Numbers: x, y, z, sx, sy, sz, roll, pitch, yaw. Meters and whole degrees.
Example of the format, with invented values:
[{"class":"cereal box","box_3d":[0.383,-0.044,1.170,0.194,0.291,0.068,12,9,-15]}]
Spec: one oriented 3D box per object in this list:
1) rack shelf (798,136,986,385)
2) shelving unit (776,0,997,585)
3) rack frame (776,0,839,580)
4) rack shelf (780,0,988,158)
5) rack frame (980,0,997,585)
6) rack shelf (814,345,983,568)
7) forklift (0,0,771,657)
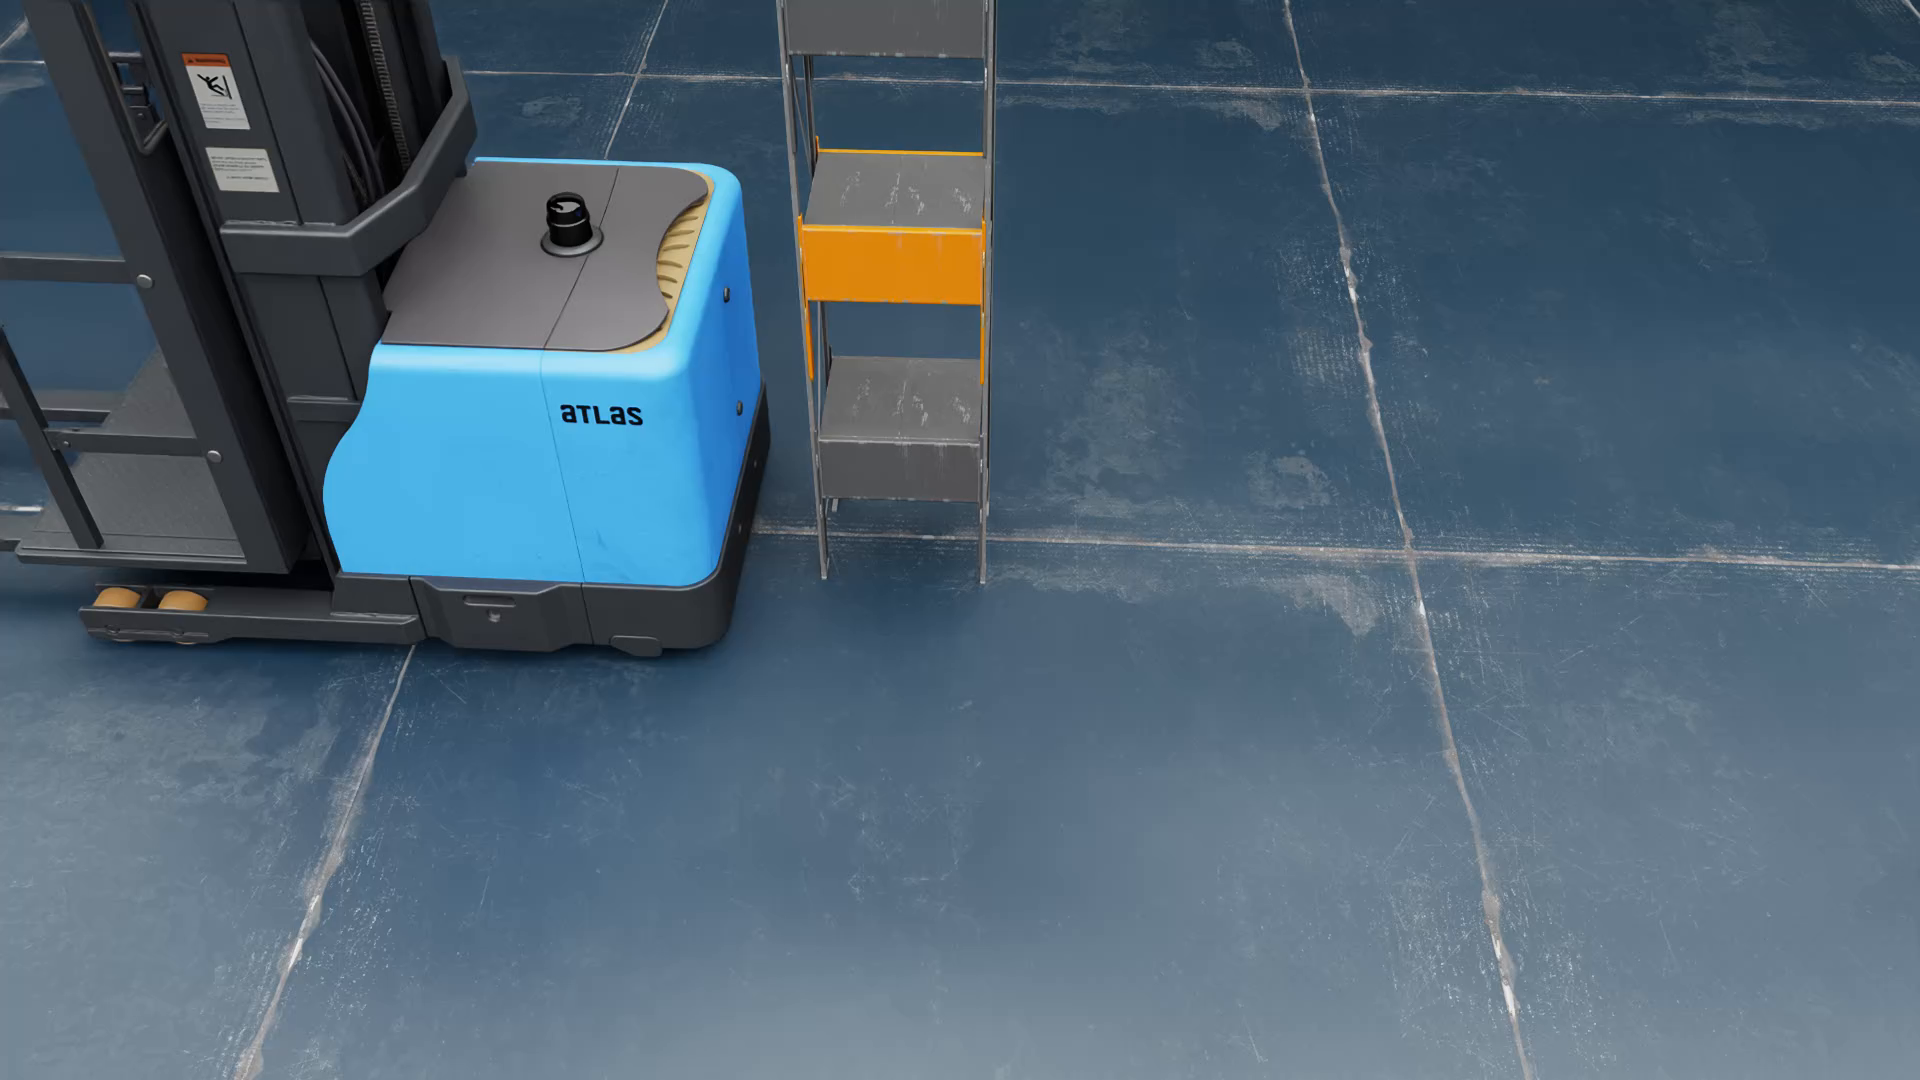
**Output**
[{"class":"rack shelf","box_3d":[-0.165,-0.763,4.549,0.480,0.518,0.431,2,43,2]},{"class":"shelving unit","box_3d":[-0.165,-0.773,4.540,0.503,2.100,0.431,2,43,2]},{"class":"rack frame","box_3d":[-0.409,-0.781,4.548,0.015,2.100,0.400,2,43,2]},{"class":"rack shelf","box_3d":[-0.165,-1.276,4.072,0.480,0.518,0.431,2,43,2]},{"class":"rack frame","box_3d":[0.078,-0.766,4.532,0.015,2.100,0.400,2,43,2]},{"class":"rack shelf","box_3d":[-0.165,-0.251,5.026,0.480,0.518,0.431,2,43,2]},{"class":"forklift","box_3d":[-2.163,-1.121,4.303,3.031,2.935,1.130,2,43,3]}]
